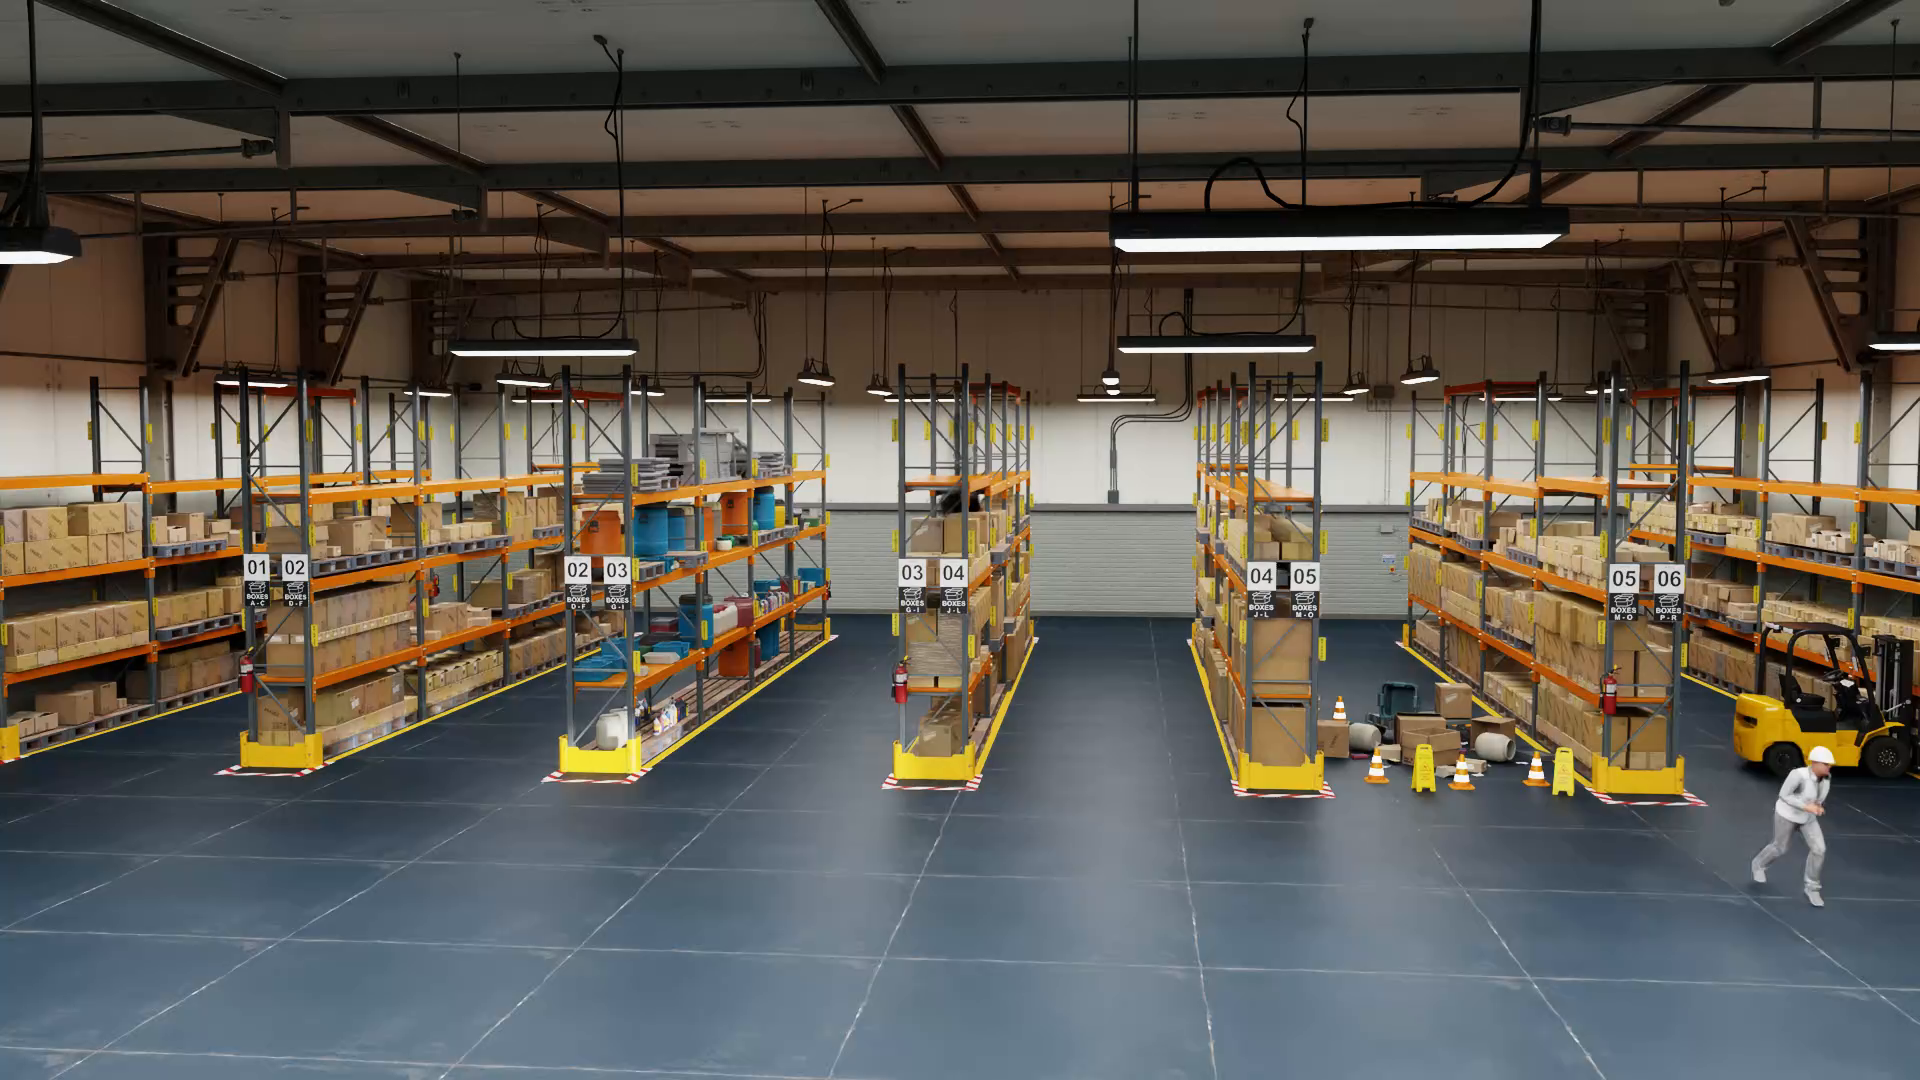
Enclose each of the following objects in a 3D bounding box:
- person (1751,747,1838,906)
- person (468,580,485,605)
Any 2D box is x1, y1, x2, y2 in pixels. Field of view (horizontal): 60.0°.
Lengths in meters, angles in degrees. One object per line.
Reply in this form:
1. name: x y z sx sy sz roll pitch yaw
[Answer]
1. person: 9.020 3.031 17.981 0.701 1.733 1.043 -1 4 -20
2. person: -10.583 1.774 36.979 0.718 1.788 0.917 0 4 3
